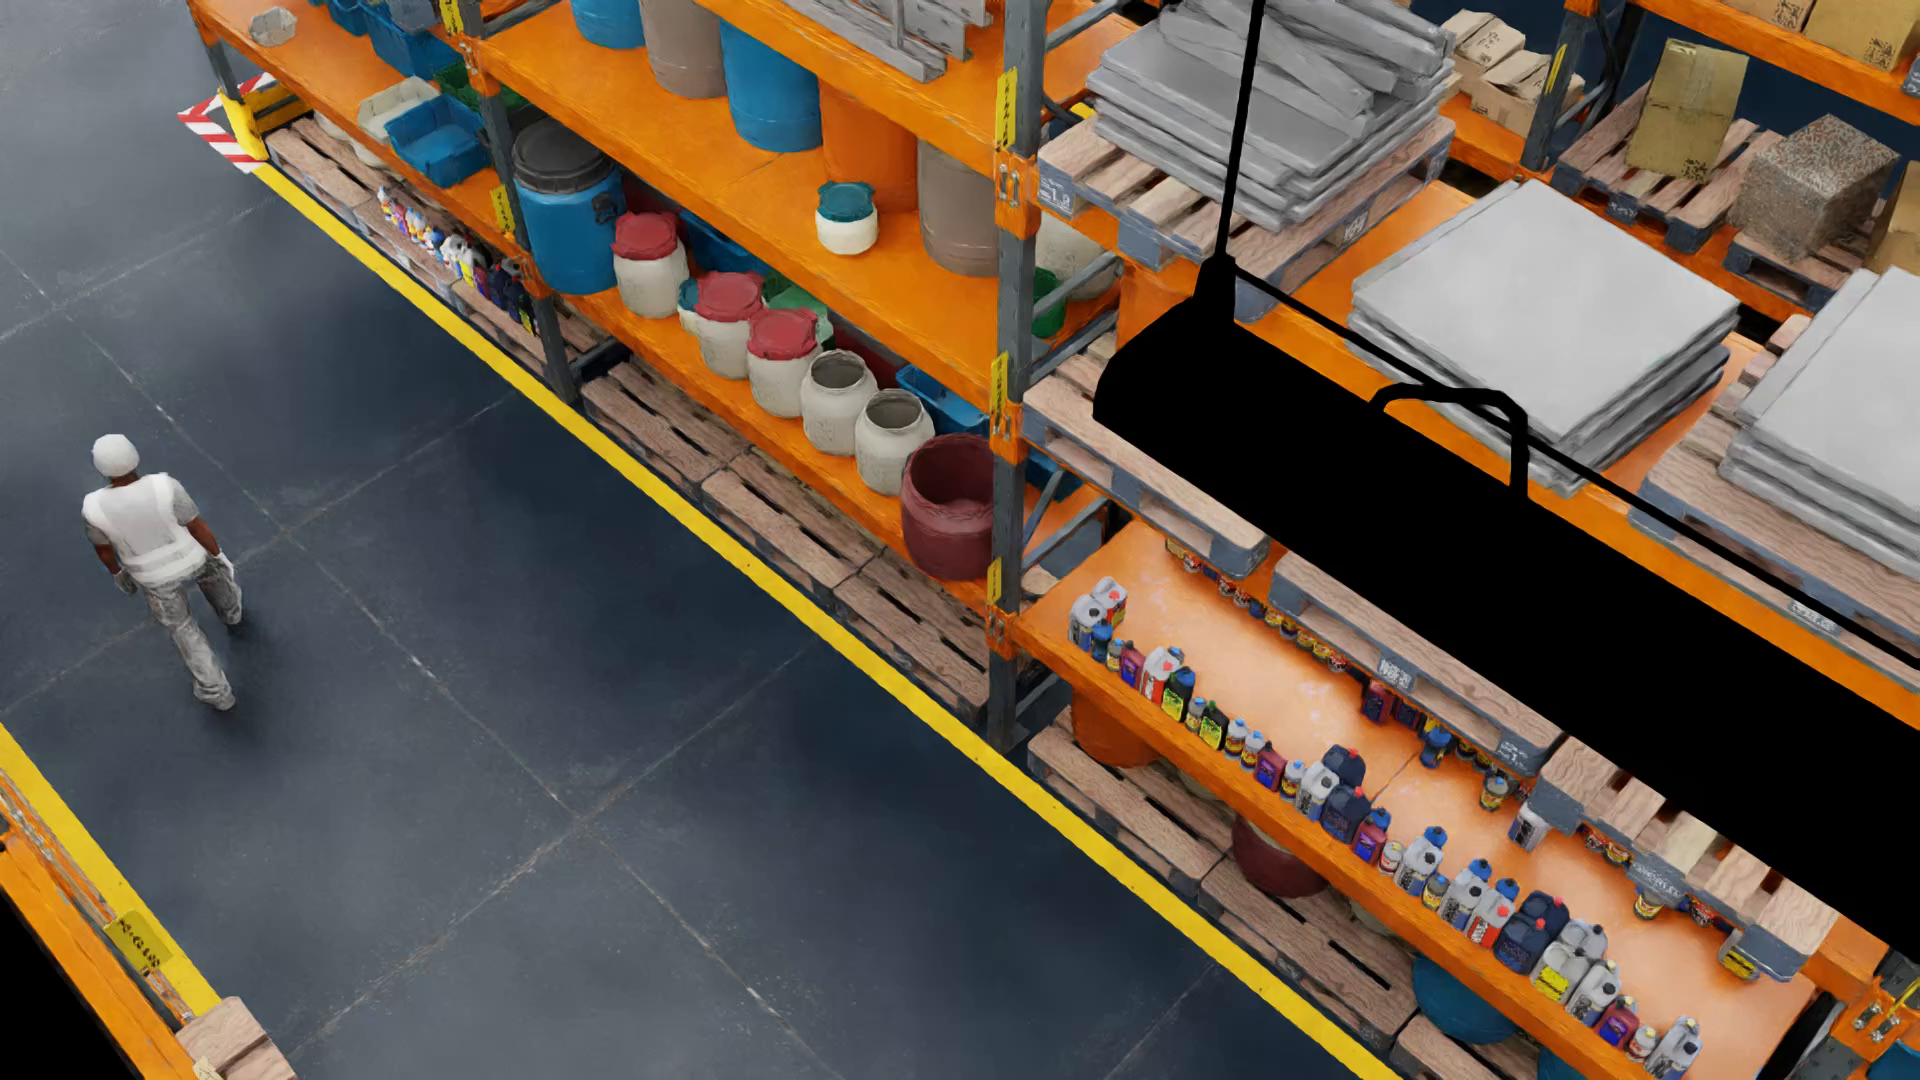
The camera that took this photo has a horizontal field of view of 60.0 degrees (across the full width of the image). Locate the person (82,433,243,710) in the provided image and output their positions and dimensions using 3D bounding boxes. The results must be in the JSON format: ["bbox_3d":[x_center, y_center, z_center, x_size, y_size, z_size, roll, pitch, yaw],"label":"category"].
[{"bbox_3d":[-4.363,0.120,9.159,0.591,1.746,0.951,-24,54,-19],"label":"person"}]
